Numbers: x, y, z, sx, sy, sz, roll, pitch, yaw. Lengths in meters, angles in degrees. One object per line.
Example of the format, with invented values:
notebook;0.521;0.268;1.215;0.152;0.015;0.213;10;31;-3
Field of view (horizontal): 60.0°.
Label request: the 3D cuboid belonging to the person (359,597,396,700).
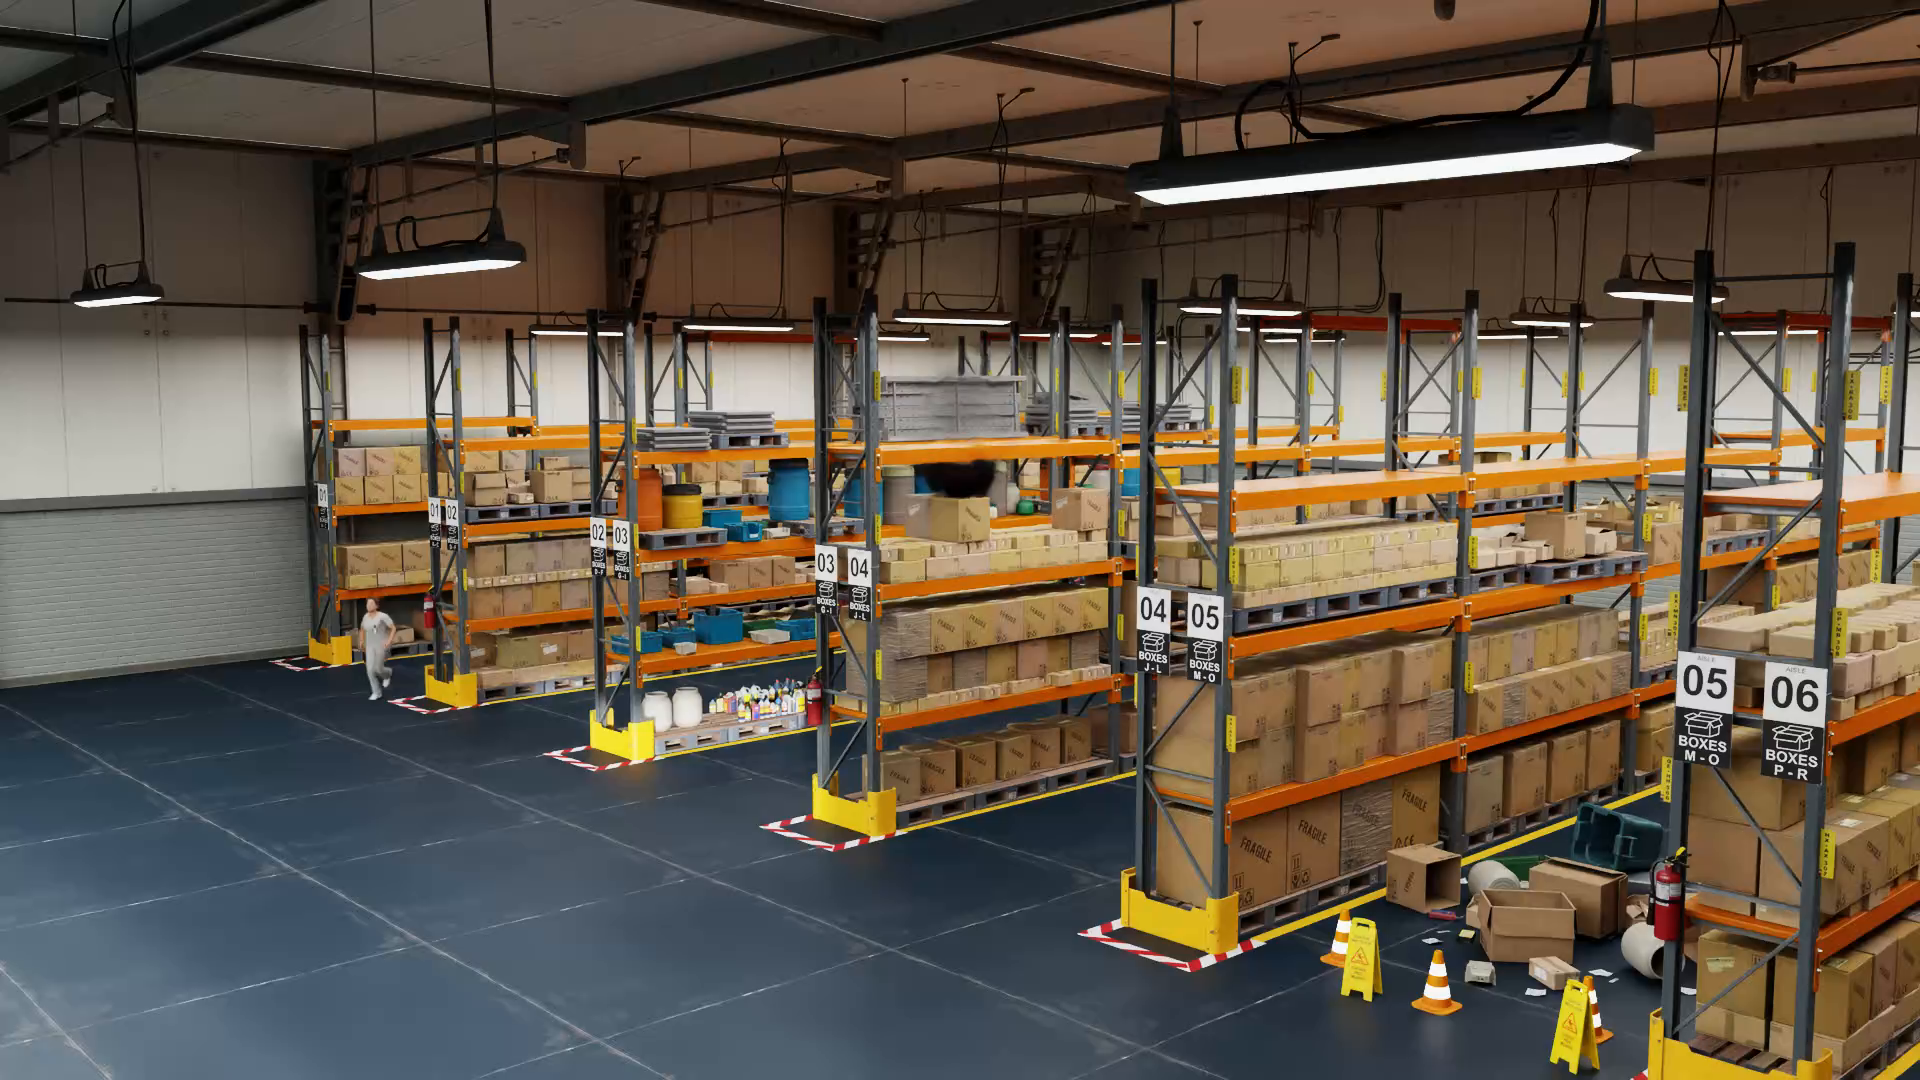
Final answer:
person;-9.203;1.700;26.332;0.579;1.641;0.649;1;6;9
